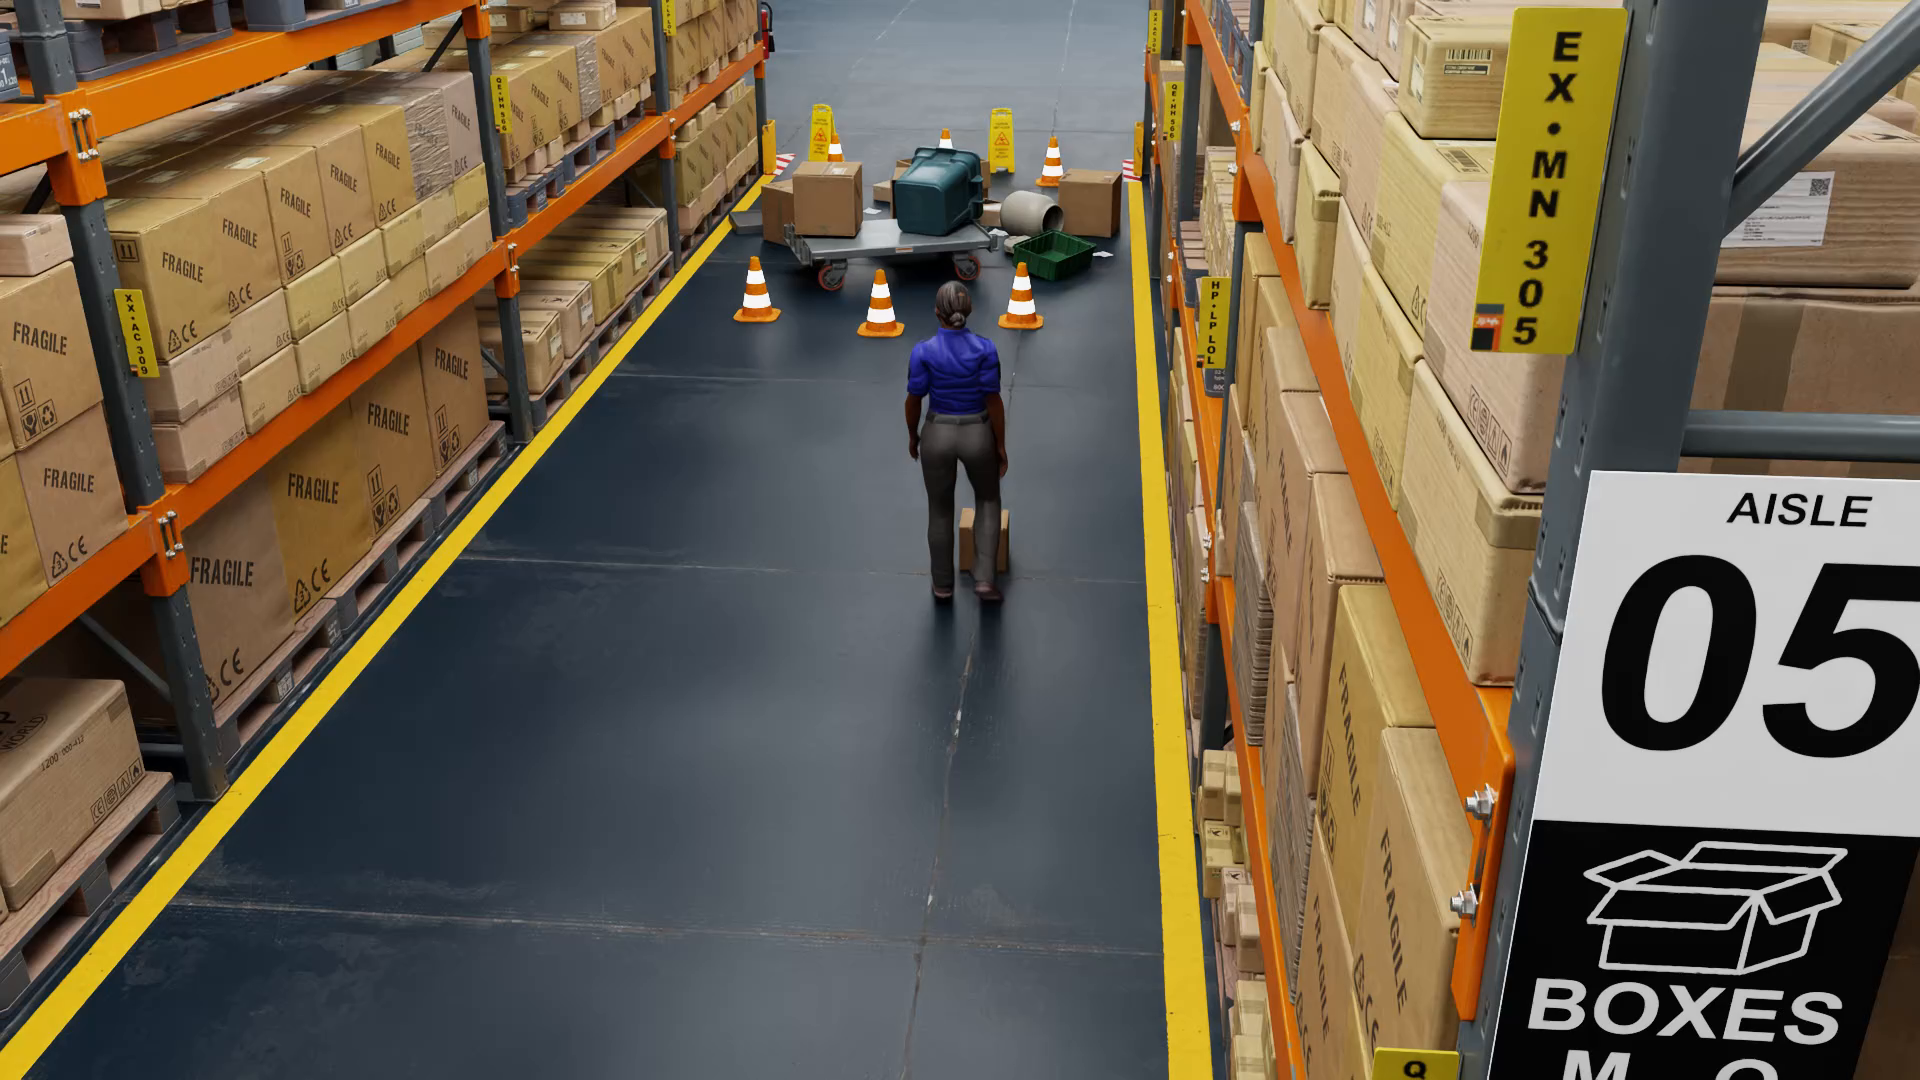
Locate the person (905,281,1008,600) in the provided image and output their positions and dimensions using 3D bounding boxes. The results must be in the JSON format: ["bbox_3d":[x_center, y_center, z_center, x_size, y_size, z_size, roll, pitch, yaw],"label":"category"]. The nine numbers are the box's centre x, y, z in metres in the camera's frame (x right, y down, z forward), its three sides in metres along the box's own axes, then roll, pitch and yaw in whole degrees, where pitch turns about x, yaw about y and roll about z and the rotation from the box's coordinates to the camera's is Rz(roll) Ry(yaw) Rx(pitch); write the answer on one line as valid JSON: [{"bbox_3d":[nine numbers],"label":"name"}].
[{"bbox_3d":[-0.016,-0.452,8.089,0.496,1.708,0.437,0,25,0],"label":"person"}]
